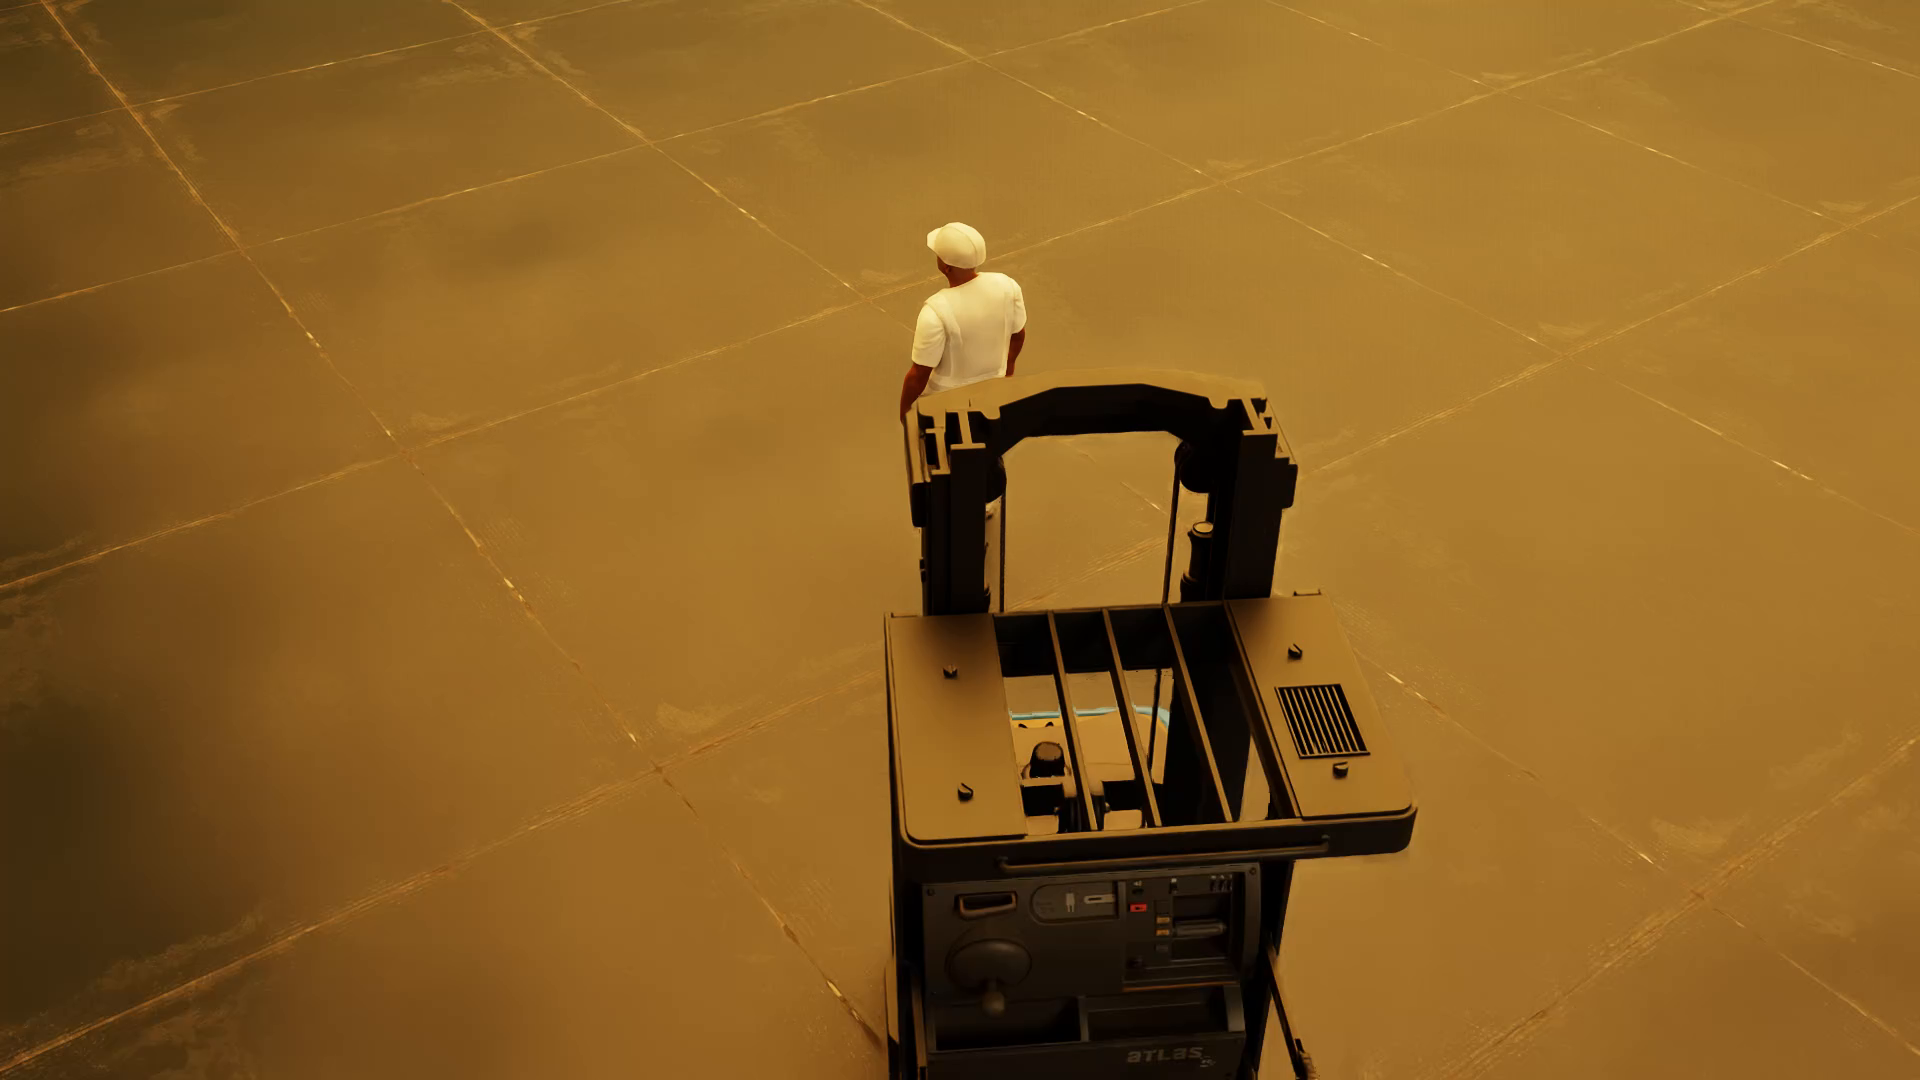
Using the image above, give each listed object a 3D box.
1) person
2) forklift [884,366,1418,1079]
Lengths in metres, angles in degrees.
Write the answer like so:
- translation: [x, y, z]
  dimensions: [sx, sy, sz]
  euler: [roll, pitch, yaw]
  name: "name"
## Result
- translation: [-0.036, -0.752, 7.929]
  dimensions: [0.665, 1.768, 0.575]
  euler: [-23, 42, -28]
  name: "person"
- translation: [0.383, 1.152, 4.387]
  dimensions: [1.130, 2.935, 3.031]
  euler: [-3, 37, -4]
  name: "forklift"
